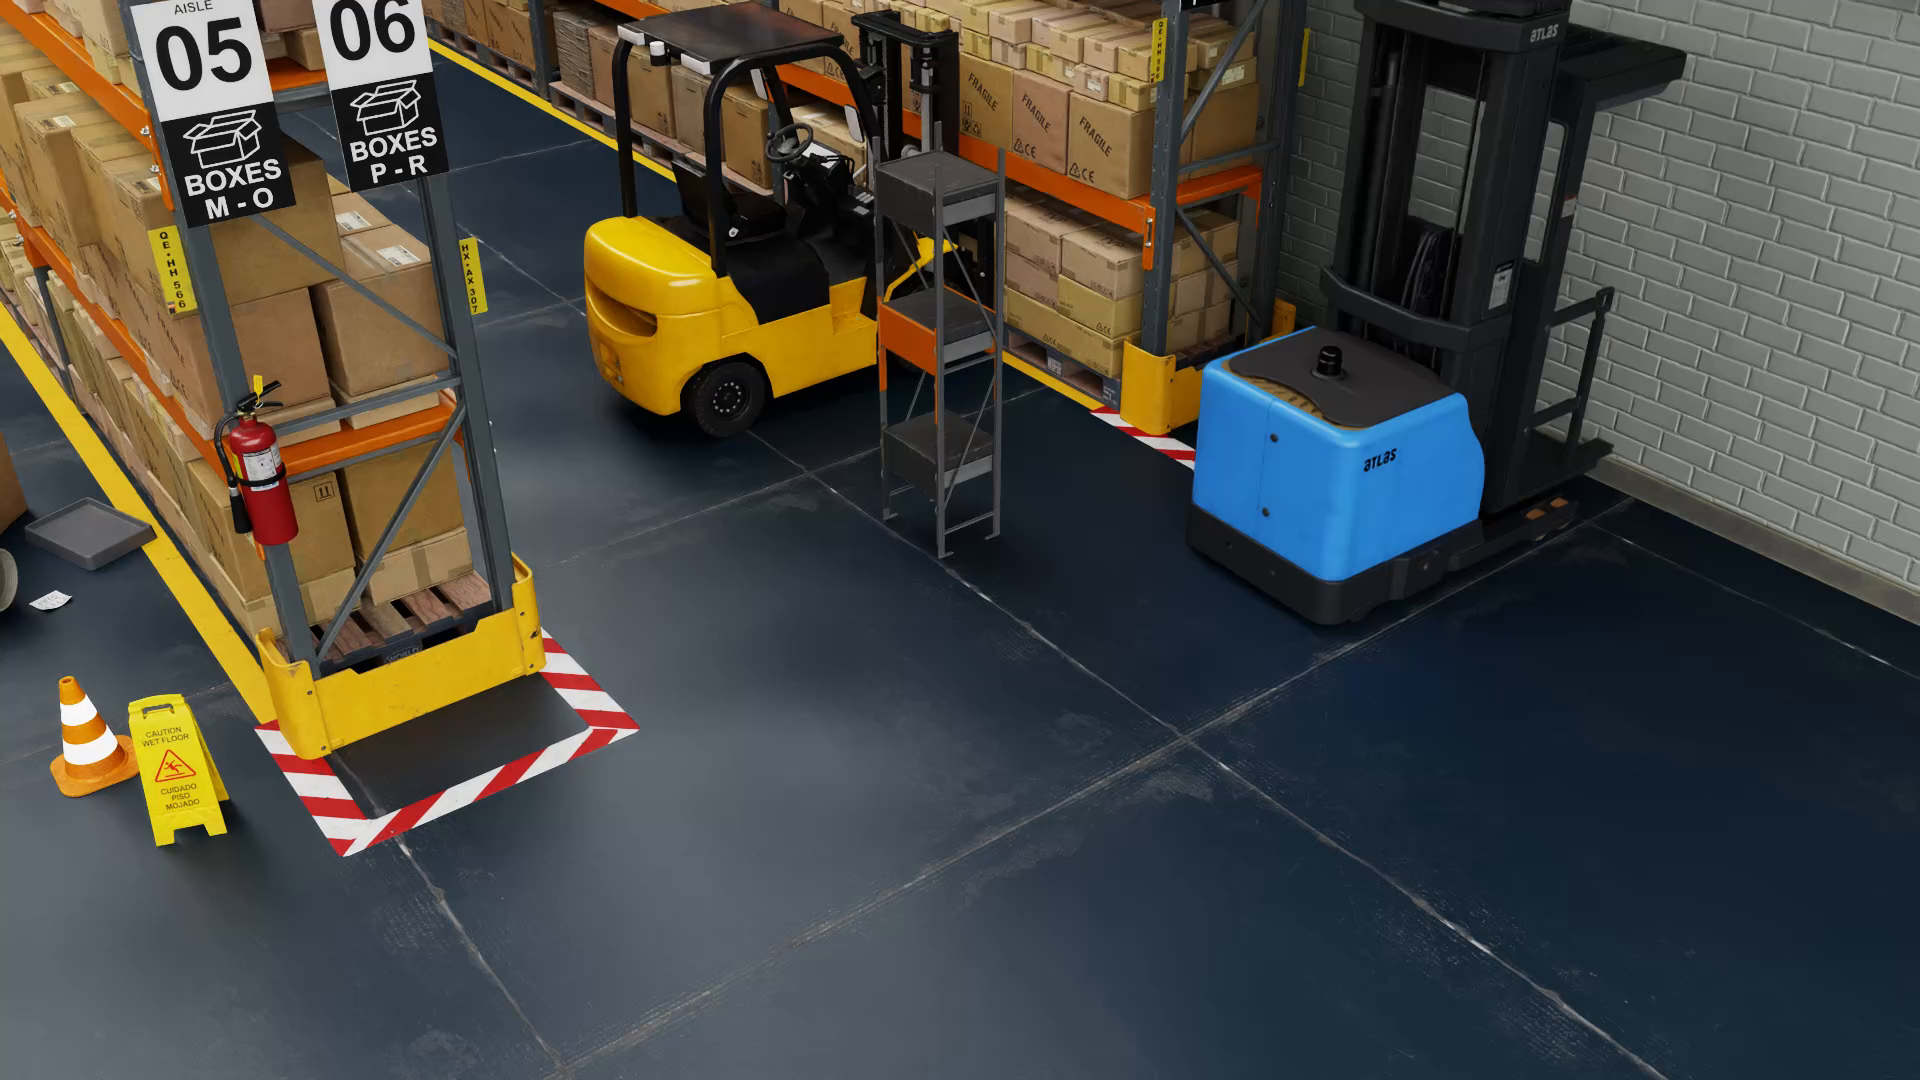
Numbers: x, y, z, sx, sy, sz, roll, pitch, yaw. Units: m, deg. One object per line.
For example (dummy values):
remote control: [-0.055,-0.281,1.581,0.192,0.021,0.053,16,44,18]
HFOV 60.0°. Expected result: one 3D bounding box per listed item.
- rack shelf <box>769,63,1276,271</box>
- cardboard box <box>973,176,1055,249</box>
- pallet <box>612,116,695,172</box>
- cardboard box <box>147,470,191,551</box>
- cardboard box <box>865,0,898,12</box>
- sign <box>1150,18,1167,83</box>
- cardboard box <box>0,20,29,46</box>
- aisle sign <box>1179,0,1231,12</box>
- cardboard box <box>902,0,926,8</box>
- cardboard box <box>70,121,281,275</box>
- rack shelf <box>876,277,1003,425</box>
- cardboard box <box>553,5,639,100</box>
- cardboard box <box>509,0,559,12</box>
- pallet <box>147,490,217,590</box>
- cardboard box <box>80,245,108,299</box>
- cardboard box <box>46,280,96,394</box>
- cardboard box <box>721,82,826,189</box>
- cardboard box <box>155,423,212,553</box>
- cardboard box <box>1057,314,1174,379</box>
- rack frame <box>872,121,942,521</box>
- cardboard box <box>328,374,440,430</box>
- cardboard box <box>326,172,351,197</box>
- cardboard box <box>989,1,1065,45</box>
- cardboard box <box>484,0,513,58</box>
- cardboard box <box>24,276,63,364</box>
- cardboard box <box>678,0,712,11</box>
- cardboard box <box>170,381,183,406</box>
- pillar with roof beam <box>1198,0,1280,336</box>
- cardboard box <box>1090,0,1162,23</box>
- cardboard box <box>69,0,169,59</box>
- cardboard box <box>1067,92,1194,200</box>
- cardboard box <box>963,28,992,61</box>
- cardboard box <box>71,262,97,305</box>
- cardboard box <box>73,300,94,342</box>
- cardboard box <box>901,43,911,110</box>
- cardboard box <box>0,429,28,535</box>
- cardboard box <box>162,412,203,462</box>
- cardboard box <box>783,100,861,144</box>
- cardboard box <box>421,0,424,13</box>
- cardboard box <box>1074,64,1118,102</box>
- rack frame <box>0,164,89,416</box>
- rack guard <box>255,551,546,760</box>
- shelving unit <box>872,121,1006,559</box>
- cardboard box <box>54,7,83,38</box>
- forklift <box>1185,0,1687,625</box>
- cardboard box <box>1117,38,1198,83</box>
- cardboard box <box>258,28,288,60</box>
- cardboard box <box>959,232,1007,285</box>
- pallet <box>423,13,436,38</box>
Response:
rack shelf: [0.254,-2.670,10.888,1.077,0.370,4.000,-22,38,-31]
cardboard box: [0.317,-2.086,10.527,0.500,0.250,0.500,-22,38,-31]
pallet: [-2.207,-3.428,14.069,1.003,0.211,1.213,-22,38,-31]
cardboard box: [-3.783,-0.230,8.485,0.500,0.250,0.500,-24,39,-33]
cardboard box: [-0.390,-3.466,10.778,0.380,0.149,0.250,-23,38,-32]
sign: [1.044,-2.565,8.715,0.100,0.325,0.005,-22,38,-31]
cardboard box: [-4.496,-2.322,8.321,0.700,0.500,0.500,-22,38,-31]
aisle sign: [1.289,-3.124,8.473,0.394,0.787,0.004,-22,38,-31]
cardboard box: [-0.158,-3.514,10.573,0.380,0.149,0.250,-22,38,-32]
cardboard box: [-3.228,-1.484,6.972,0.700,0.500,0.500,-22,38,-31]
rack shelf: [-0.101,-0.949,8.314,0.431,0.518,0.480,-22,38,-31]
cardboard box: [-3.053,-4.382,14.815,0.875,0.625,0.625,-21,38,-30]
cardboard box: [-3.928,-4.992,15.302,0.380,0.149,0.250,-24,39,-34]
pallet: [-3.699,-0.240,8.936,1.003,0.211,1.213,-22,38,-31]
cardboard box: [-3.892,-1.478,7.910,0.500,0.500,0.500,-22,38,-31]
cardboard box: [-4.742,-1.198,9.332,0.500,0.500,0.500,-20,37,-29]
cardboard box: [-1.301,-3.193,12.900,0.875,0.625,0.625,-20,37,-29]
cardboard box: [-3.458,-0.330,7.935,0.500,0.500,0.500,-21,37,-30]
cardboard box: [0.943,-1.246,10.122,0.500,0.250,0.500,-22,38,-31]
rack frame: [-0.251,-1.063,8.471,0.400,2.100,0.015,-22,38,-31]
cardboard box: [-2.483,-0.637,7.170,0.380,0.149,0.250,-22,38,-31]
cardboard box: [-3.143,-1.418,7.813,0.500,0.500,0.500,-23,39,-32]
cardboard box: [0.396,-3.061,9.844,0.380,0.149,0.250,-21,38,-30]
cardboard box: [-4.153,-4.912,15.786,0.500,0.500,0.500,-23,39,-32]
cardboard box: [-5.214,-1.482,10.385,0.950,0.372,0.625,-22,38,-31]
cardboard box: [-1.801,-4.079,12.616,0.500,0.250,0.500,-23,38,-32]
cardboard box: [-3.220,-0.698,7.269,0.380,0.149,0.250,-23,39,-32]
pillar with roof beam: [-1.635,-3.880,6.468,9.100,9.000,0.400,-22,38,-31]
cardboard box: [0.997,-3.129,9.954,0.380,0.149,0.250,-22,38,-31]
cardboard box: [-2.965,-1.998,6.141,0.500,0.250,0.500,-23,38,-32]
cardboard box: [0.971,-2.305,9.523,0.500,0.500,0.500,-23,39,-32]
cardboard box: [0.241,-3.041,10.094,0.380,0.149,0.250,-22,38,-31]
cardboard box: [-4.174,-1.324,8.277,0.380,0.149,0.250,-22,38,-31]
cardboard box: [-4.396,-1.188,8.702,0.380,0.149,0.250,-21,37,-30]
cardboard box: [-0.262,-3.160,10.900,0.500,0.500,0.500,-23,38,-32]
cardboard box: [-5.309,-0.254,8.683,0.500,0.500,0.500,1,32,2]
cardboard box: [-3.413,-0.520,7.627,0.380,0.149,0.250,-21,38,-30]
cardboard box: [-0.923,-2.941,11.903,0.500,0.250,0.500,-23,39,-32]
cardboard box: [-5.425,-5.767,17.163,0.500,0.500,0.500,-23,38,-32]
cardboard box: [0.867,-2.611,9.401,0.380,0.149,0.250,-22,38,-31]
rack frame: [-4.891,-2.202,9.452,1.000,3.000,0.127,-22,38,-31]
rack guard: [-2.485,0.495,7.479,1.175,0.500,0.348,-22,38,-31]
shelving unit: [-0.101,-0.961,8.307,0.431,2.100,0.503,-22,38,-31]
cardboard box: [-3.485,-2.191,6.830,0.380,0.149,0.250,-23,38,-32]
forklift: [2.661,-1.446,8.300,3.031,2.935,1.130,-21,37,-30]
cardboard box: [1.095,-2.668,9.211,0.380,0.149,0.250,-22,38,-31]
cardboard box: [-2.617,-2.026,6.564,0.380,0.149,0.250,-24,39,-33]
cardboard box: [0.303,-1.888,10.680,0.500,0.250,0.500,-23,39,-32]
pallet: [-5.349,-5.632,17.618,1.003,0.211,1.213,-22,38,-31]
